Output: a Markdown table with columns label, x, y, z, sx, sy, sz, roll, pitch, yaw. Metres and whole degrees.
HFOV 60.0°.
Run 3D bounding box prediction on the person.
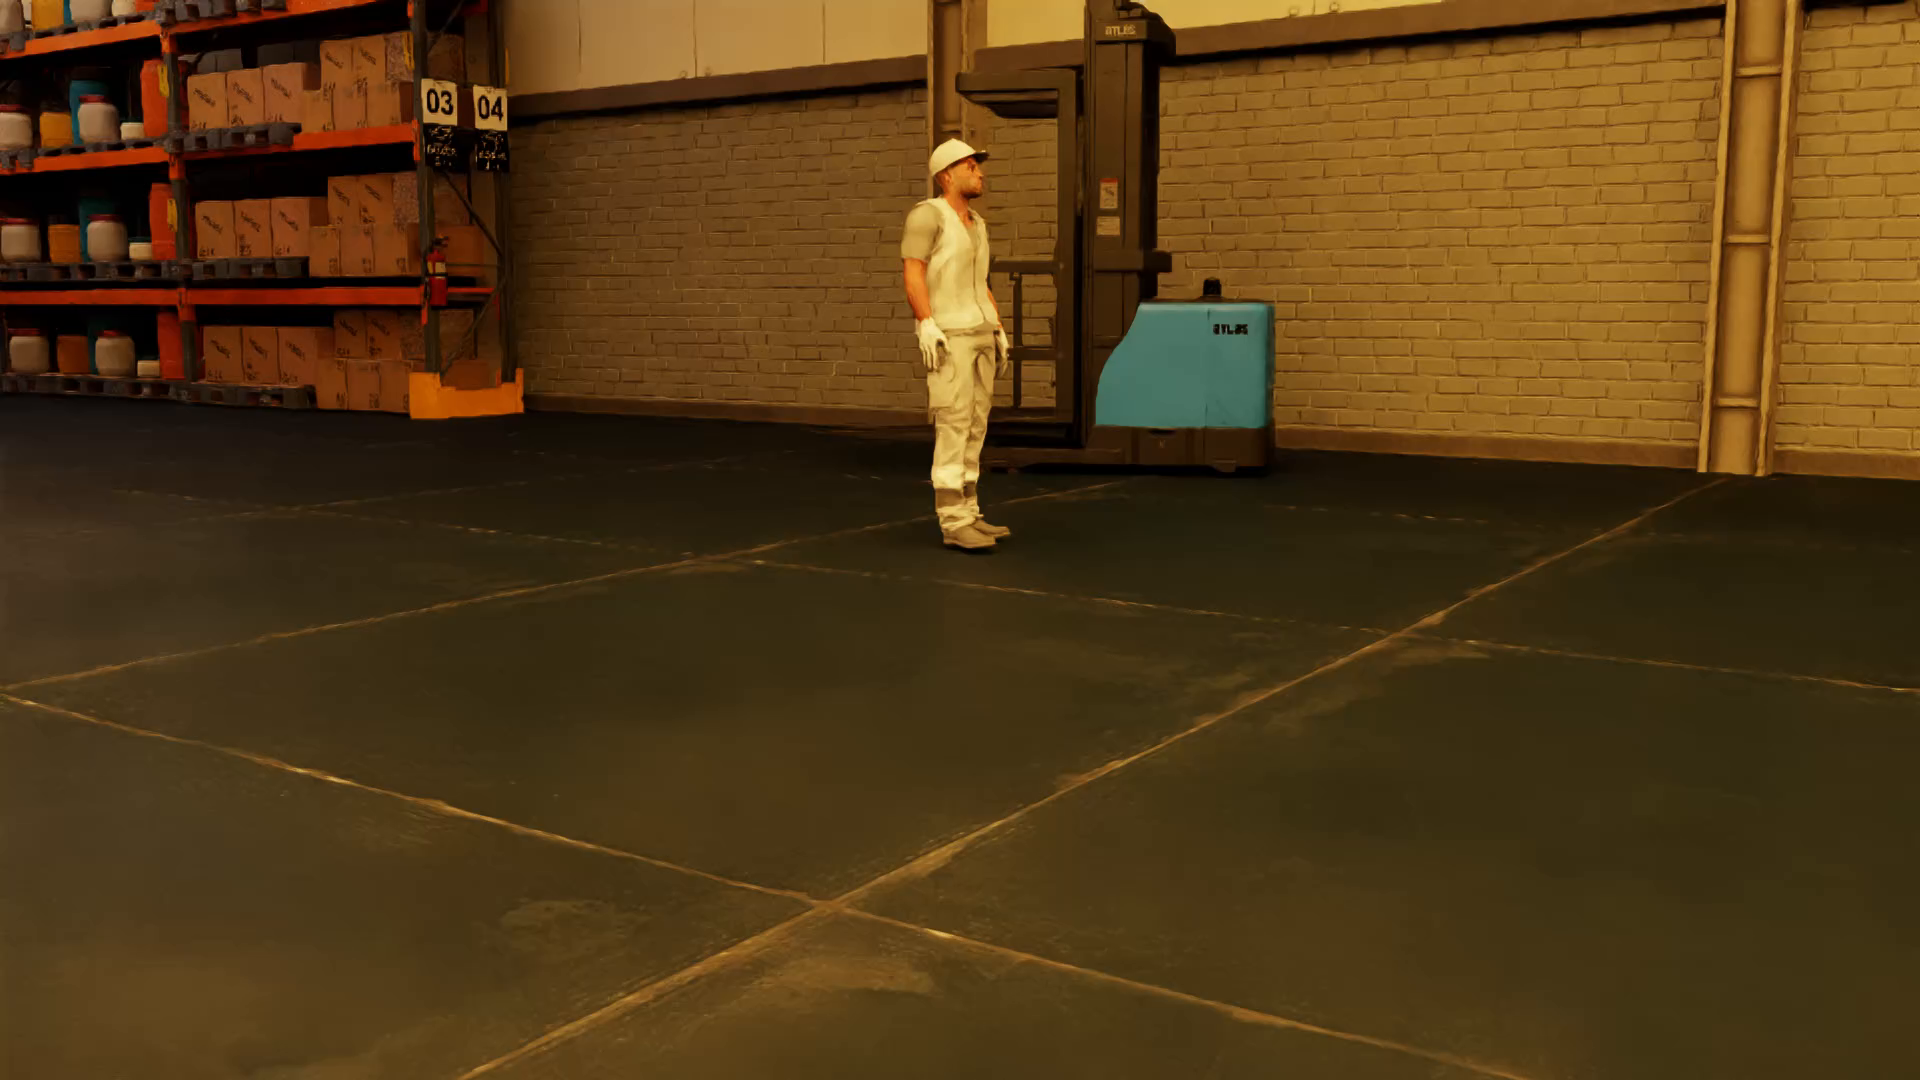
| label | x | y | z | sx | sy | sz | roll | pitch | yaw |
| --- | --- | --- | --- | --- | --- | --- | --- | --- | --- |
| person | 0.061 | -0.885 | 7.423 | 0.563 | 1.787 | 0.637 | 5 | 10 | 34 |

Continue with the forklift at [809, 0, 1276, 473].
| label | x | y | z | sx | sy | sz | roll | pitch | yaw |
| --- | --- | --- | --- | --- | --- | --- | --- | --- | --- |
| forklift | 0.539 | -1.952 | 10.919 | 3.031 | 2.935 | 1.130 | 2 | 8 | 14 |
